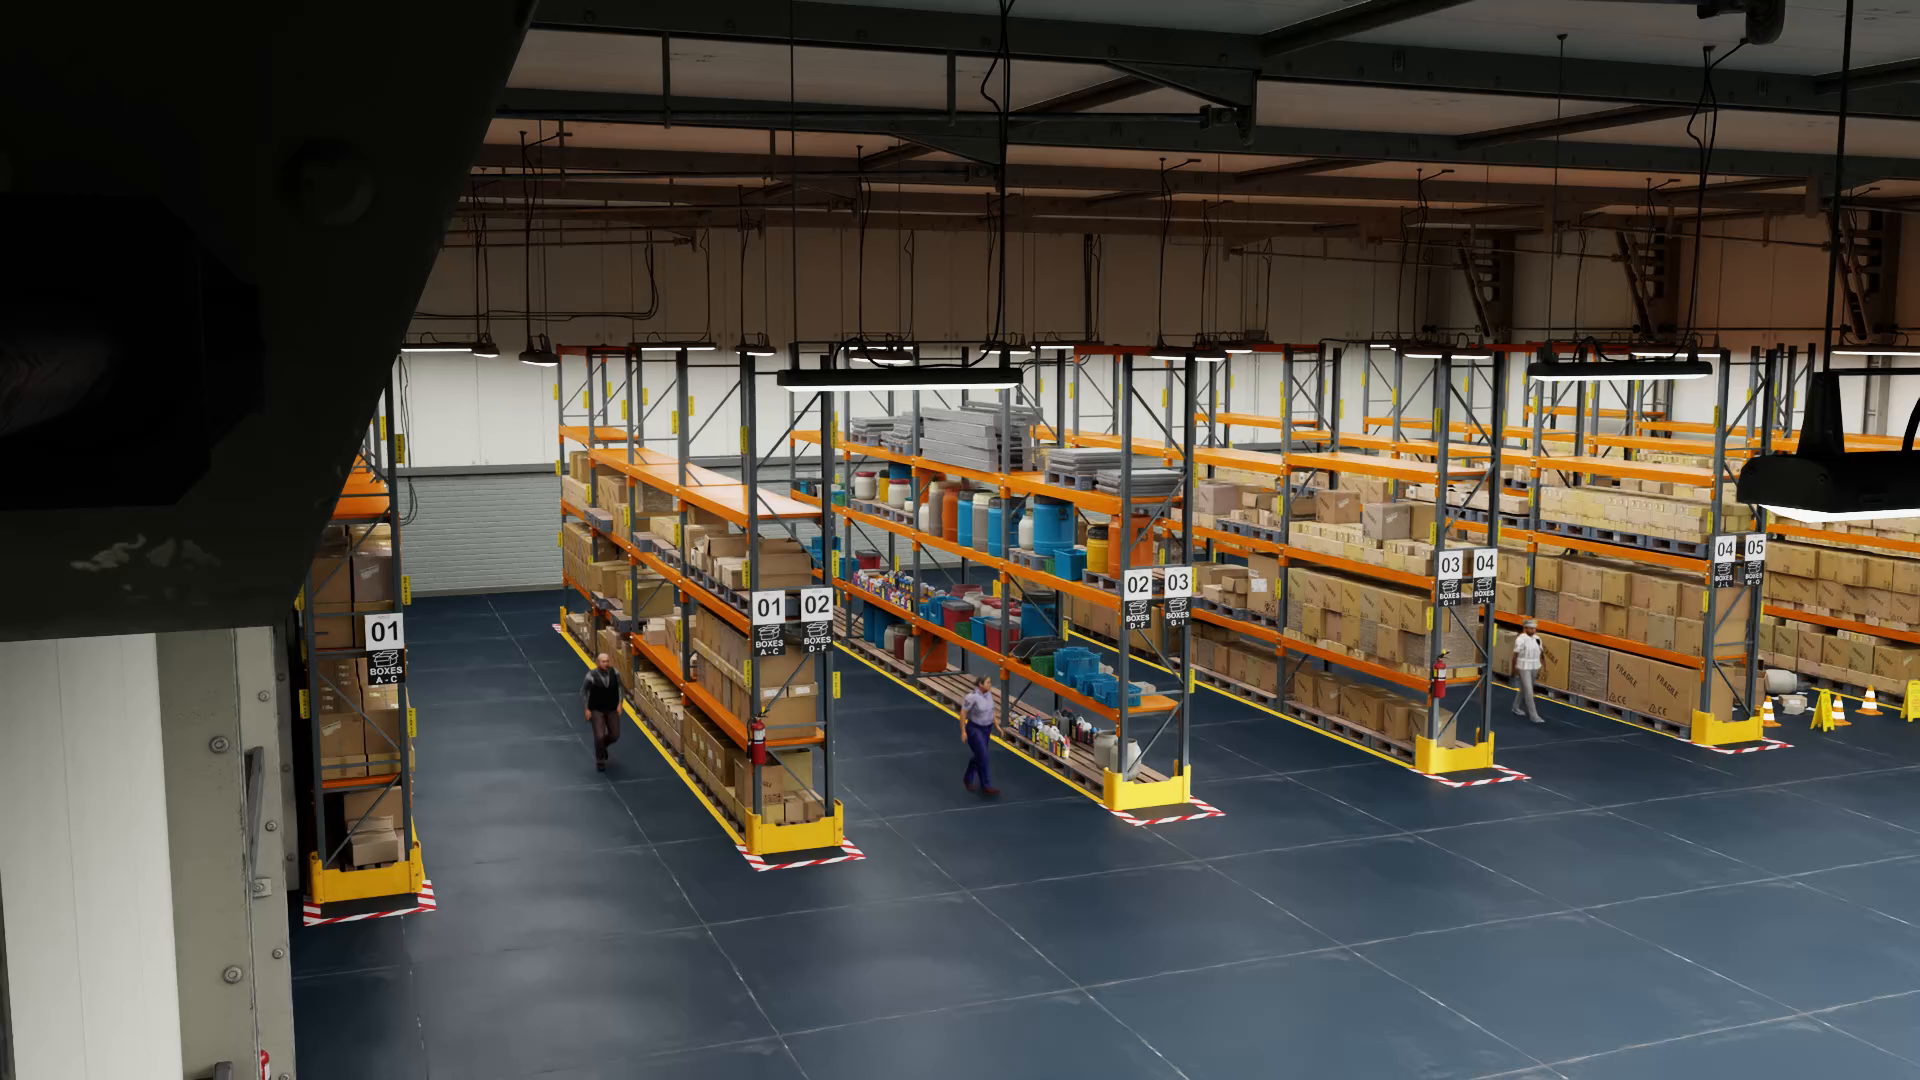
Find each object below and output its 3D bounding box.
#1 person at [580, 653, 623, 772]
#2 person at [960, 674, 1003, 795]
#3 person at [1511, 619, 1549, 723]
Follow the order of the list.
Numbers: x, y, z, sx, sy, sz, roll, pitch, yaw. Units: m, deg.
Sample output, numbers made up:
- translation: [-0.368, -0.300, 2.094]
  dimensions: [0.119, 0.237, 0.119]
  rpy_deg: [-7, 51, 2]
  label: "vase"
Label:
- translation: [-5.185, 2.451, 24.033]
  dimensions: [0.624, 1.704, 0.638]
  rpy_deg: [-4, 9, -32]
  label: "person"
- translation: [0.283, 2.672, 22.681]
  dimensions: [0.731, 1.680, 0.636]
  rpy_deg: [6, 9, 38]
  label: "person"
- translation: [9.254, 2.088, 26.900]
  dimensions: [0.456, 1.637, 0.945]
  rpy_deg: [-3, 8, -20]
  label: "person"
